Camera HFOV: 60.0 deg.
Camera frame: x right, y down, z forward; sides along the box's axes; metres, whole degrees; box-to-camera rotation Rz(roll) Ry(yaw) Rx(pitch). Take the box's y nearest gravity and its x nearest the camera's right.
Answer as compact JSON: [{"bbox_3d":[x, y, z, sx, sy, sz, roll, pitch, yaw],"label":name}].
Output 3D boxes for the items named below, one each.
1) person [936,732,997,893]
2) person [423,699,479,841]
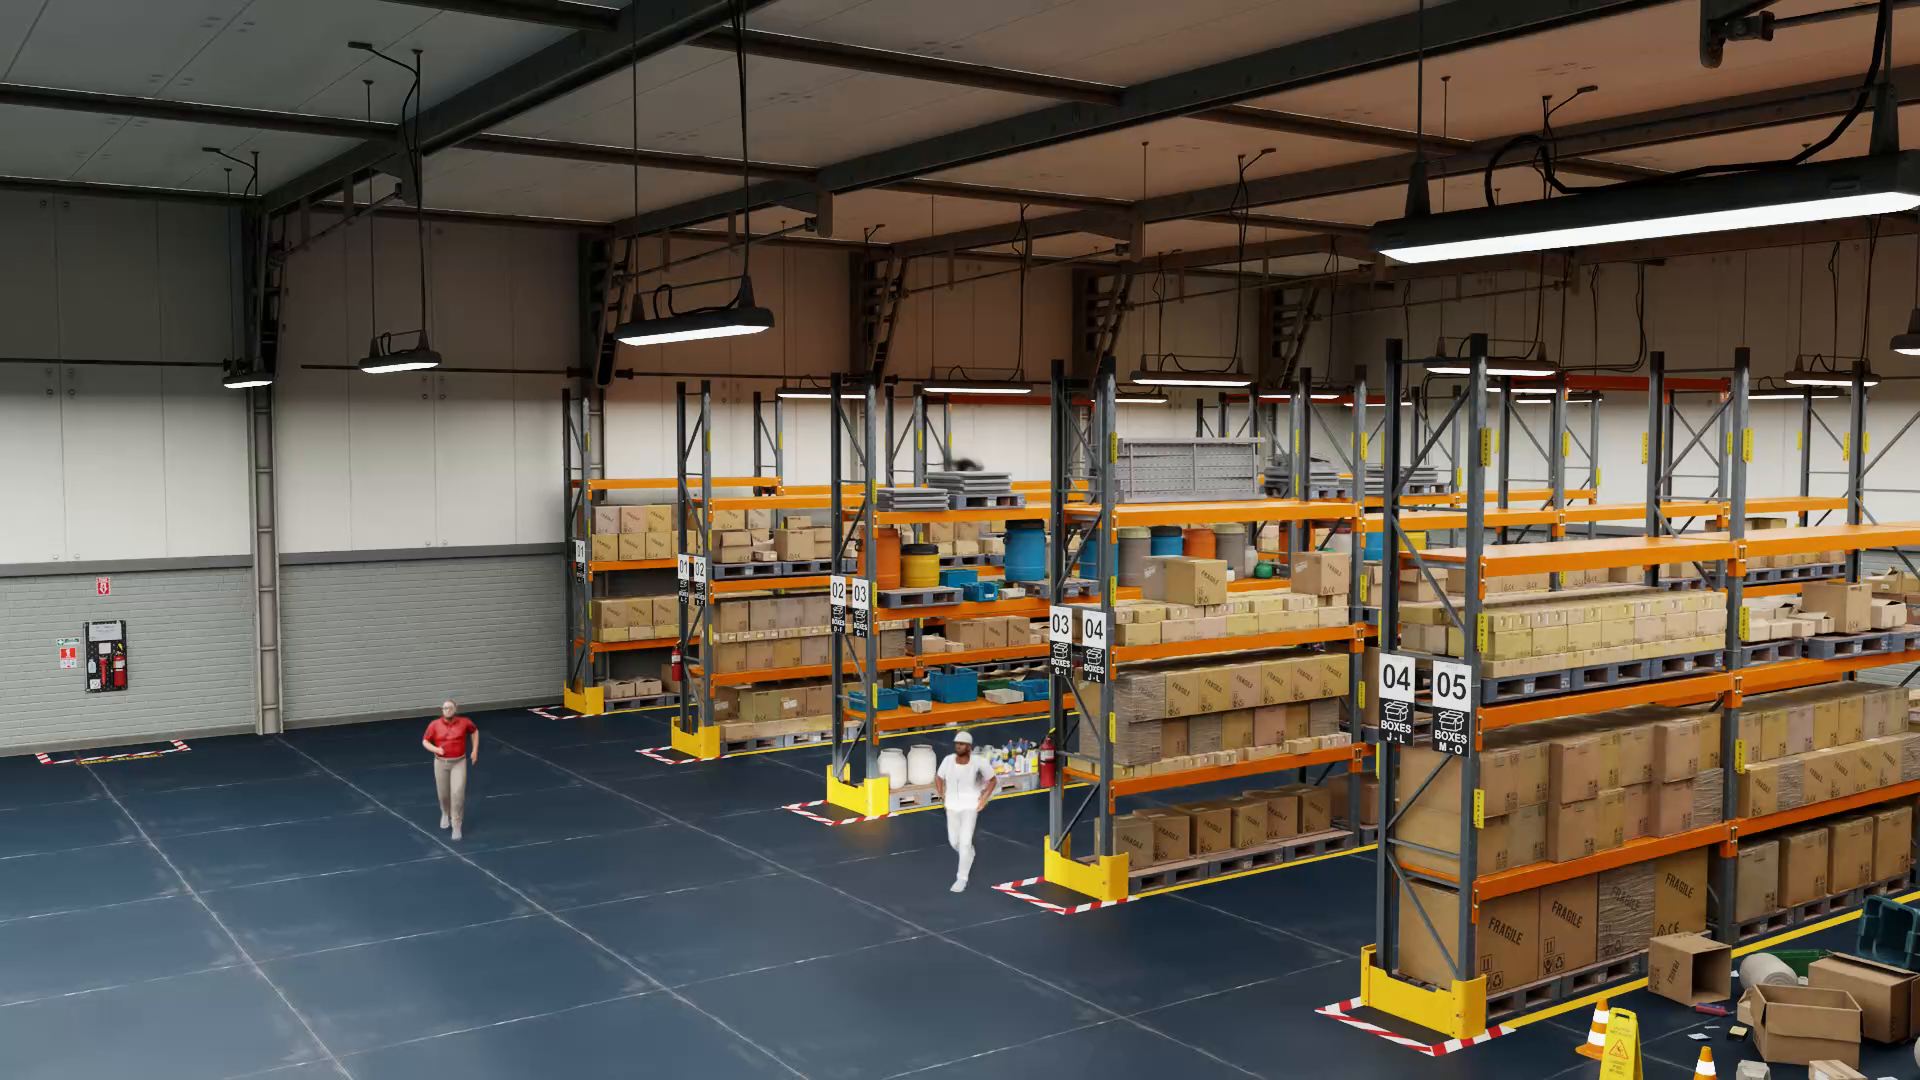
[{"bbox_3d":[0.043,3.068,19.028,0.712,1.777,0.826,1,4,21],"label":"person"},{"bbox_3d":[-6.562,2.929,21.437,0.681,1.767,0.861,-1,4,-13],"label":"person"}]
